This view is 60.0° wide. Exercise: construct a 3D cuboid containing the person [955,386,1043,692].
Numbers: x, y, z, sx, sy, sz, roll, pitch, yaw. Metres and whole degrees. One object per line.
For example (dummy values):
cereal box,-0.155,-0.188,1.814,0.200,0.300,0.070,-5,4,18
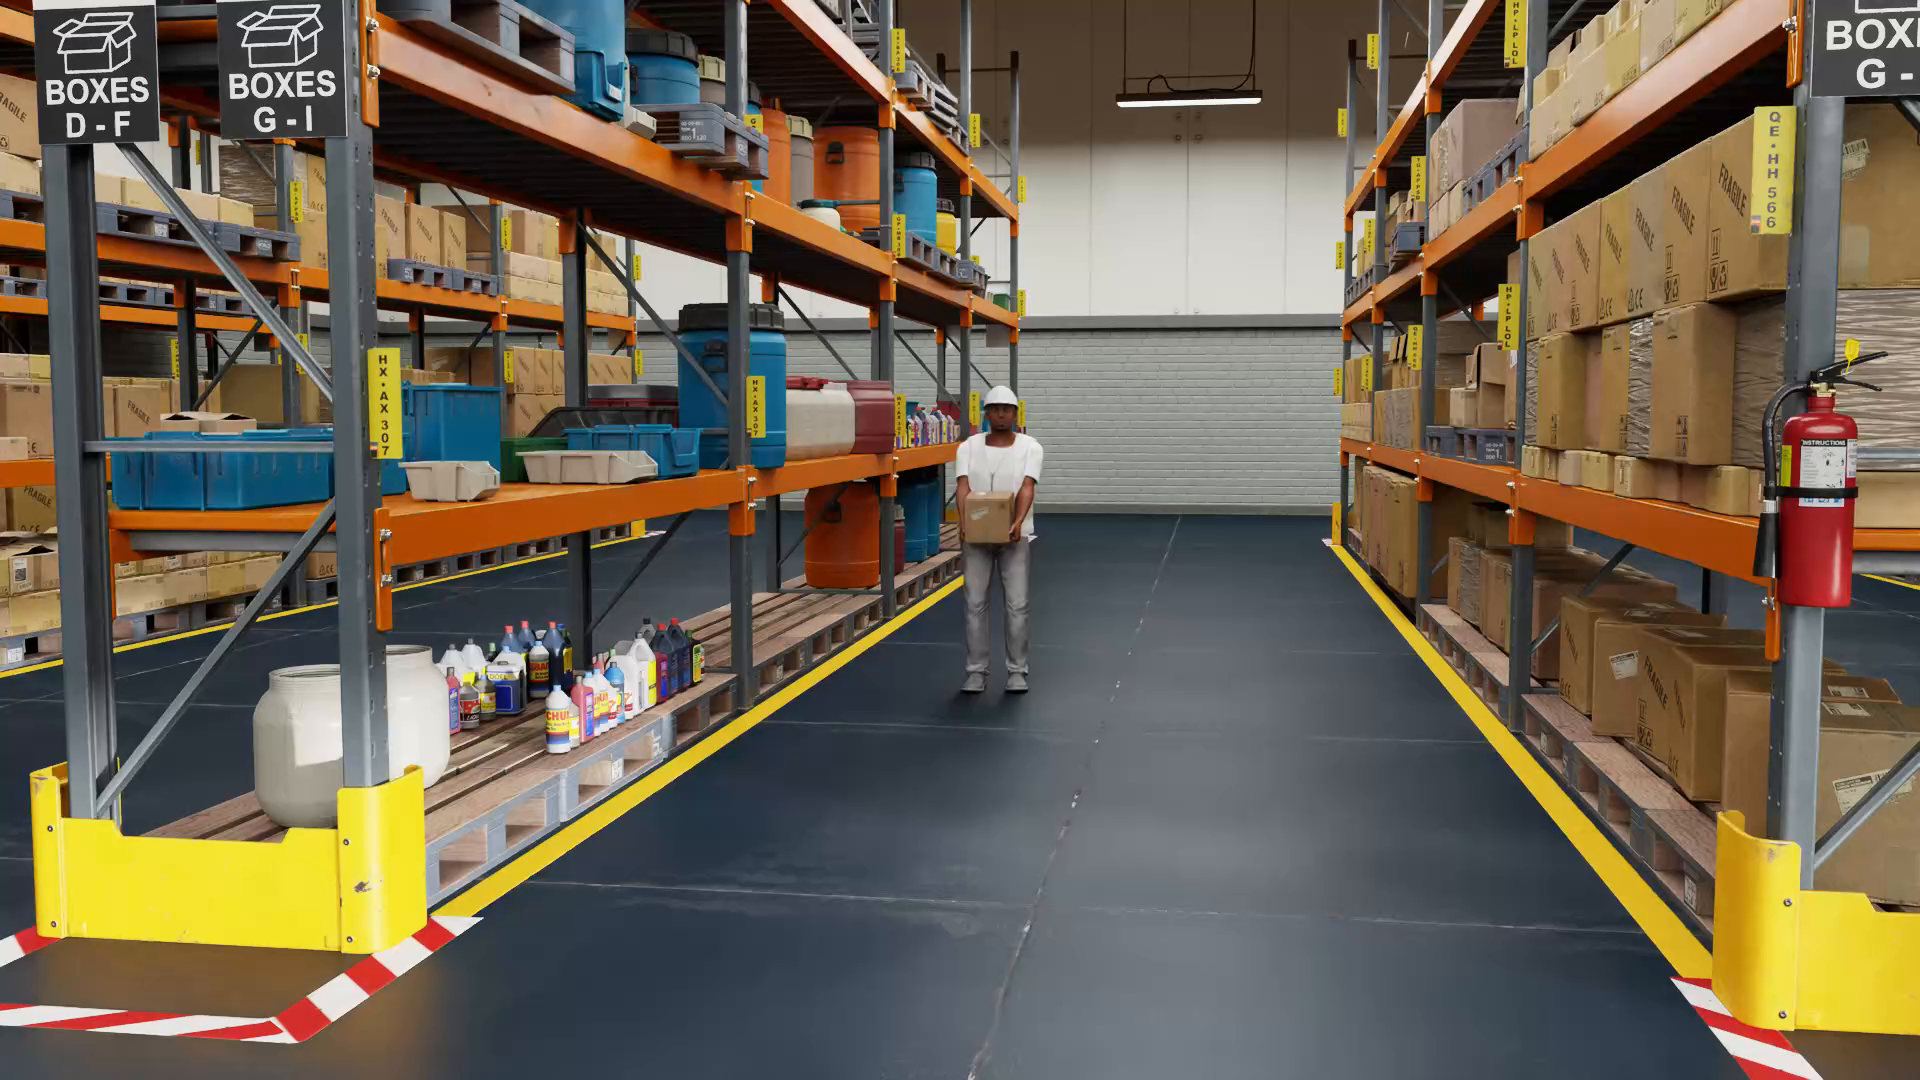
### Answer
person,0.210,-0.004,9.566,0.505,1.762,0.571,1,4,9
